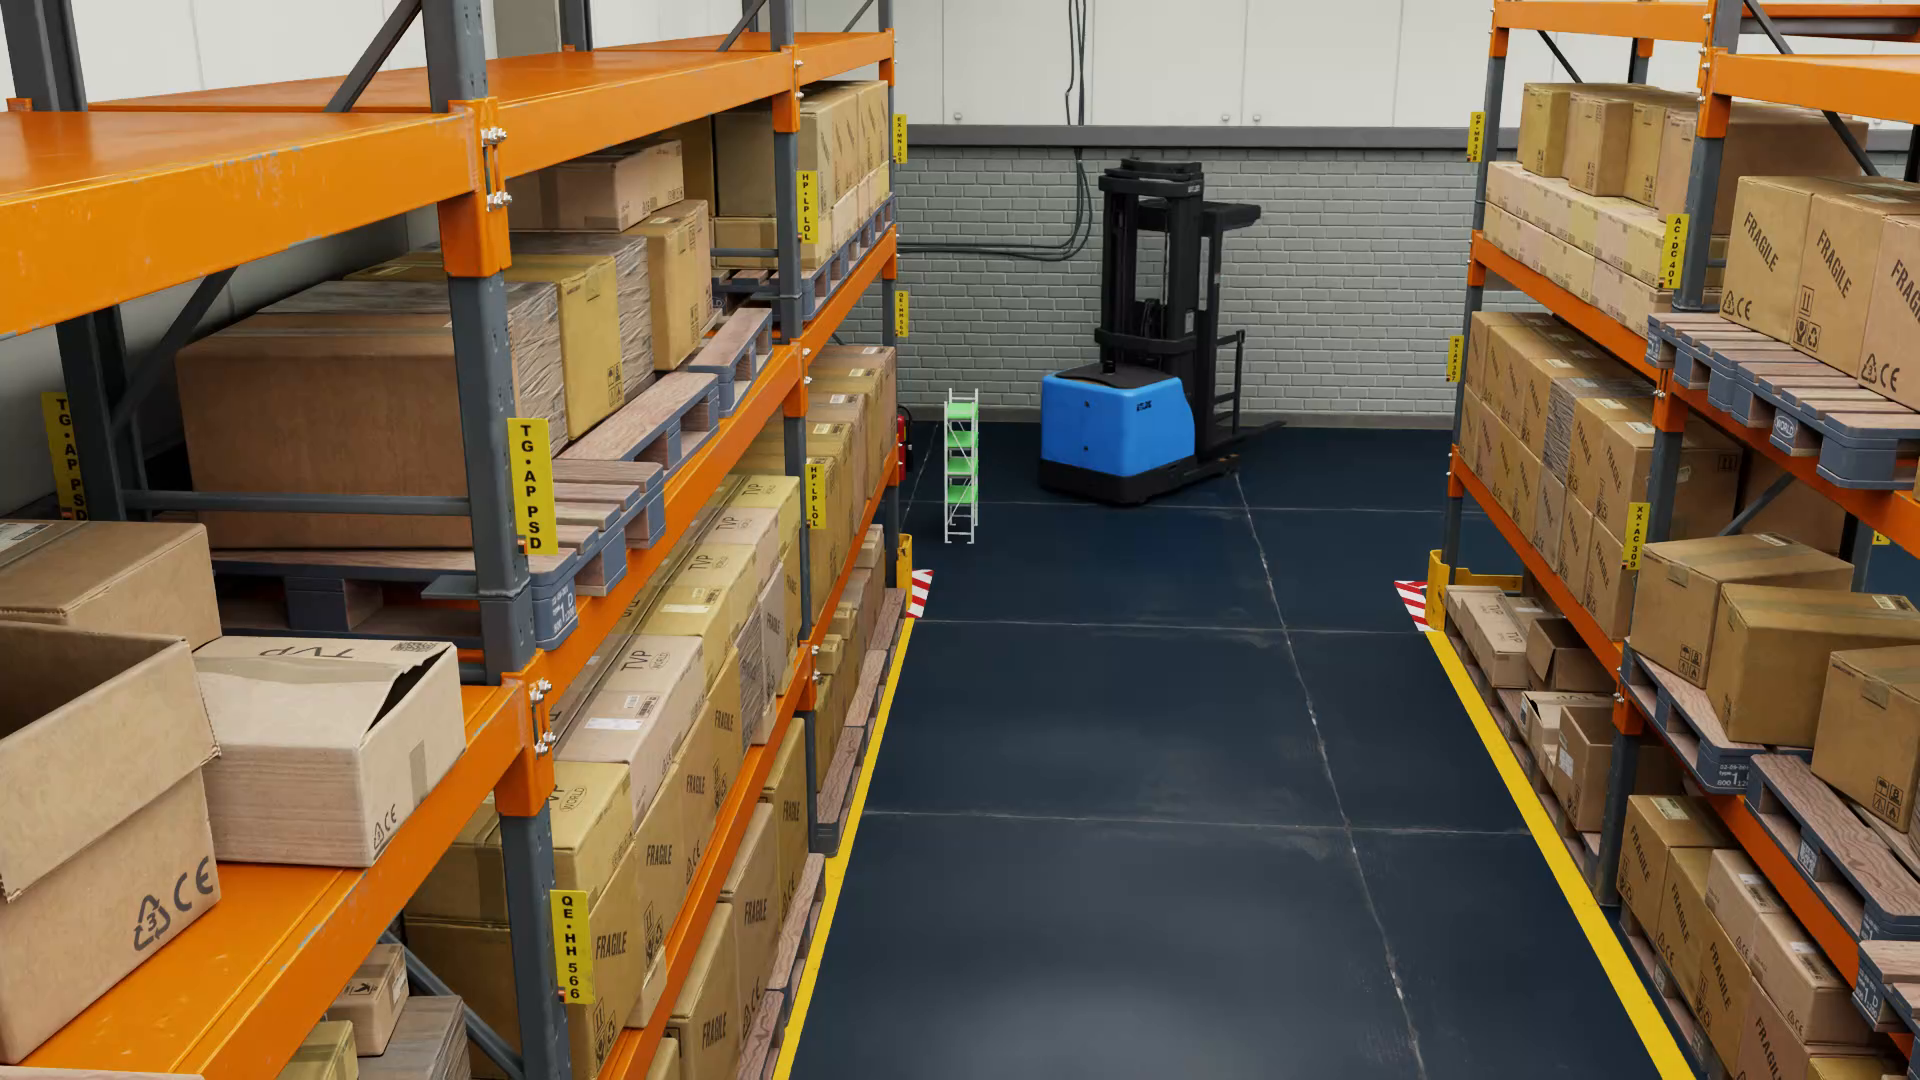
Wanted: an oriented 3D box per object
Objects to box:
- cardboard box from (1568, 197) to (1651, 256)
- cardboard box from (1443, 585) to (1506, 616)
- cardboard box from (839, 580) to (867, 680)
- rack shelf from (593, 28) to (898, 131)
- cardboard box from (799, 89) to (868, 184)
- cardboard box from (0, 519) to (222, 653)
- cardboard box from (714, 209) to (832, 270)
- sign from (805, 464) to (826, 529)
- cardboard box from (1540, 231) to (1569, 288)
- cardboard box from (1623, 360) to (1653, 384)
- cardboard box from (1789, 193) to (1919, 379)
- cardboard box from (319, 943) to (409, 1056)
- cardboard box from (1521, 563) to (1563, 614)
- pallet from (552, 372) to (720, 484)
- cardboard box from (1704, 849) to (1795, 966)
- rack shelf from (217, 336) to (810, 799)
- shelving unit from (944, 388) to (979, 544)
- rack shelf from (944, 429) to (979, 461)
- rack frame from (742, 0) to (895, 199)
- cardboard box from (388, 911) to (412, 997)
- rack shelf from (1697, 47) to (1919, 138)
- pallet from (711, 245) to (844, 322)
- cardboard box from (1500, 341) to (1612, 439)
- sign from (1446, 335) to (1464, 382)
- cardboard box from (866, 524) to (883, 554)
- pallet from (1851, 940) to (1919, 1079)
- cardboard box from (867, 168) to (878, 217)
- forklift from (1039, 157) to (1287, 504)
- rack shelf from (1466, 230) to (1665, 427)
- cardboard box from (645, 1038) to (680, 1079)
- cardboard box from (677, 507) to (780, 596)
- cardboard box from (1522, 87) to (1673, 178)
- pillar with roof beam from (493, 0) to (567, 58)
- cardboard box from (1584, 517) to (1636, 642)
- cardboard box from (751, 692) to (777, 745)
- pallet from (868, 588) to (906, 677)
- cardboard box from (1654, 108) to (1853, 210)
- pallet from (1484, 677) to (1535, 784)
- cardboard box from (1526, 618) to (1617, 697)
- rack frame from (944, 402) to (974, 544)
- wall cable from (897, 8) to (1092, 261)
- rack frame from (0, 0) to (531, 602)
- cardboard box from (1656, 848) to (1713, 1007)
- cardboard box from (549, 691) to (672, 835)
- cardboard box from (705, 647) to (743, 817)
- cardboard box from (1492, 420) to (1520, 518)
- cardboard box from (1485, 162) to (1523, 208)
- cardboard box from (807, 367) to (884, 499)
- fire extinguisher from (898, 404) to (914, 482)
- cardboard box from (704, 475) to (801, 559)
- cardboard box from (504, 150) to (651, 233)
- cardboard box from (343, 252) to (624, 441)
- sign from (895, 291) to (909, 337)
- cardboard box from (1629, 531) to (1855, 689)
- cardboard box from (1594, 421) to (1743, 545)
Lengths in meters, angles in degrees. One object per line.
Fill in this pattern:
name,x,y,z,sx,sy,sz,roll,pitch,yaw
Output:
cardboard box,3.542,-1.655,8.776,0.500,0.250,0.500,1,18,4
cardboard box,3.615,0.430,11.664,0.380,0.149,0.250,1,18,4
cardboard box,-0.975,0.572,10.699,0.700,0.500,0.500,1,18,2
rack shelf,-1.097,-2.645,9.341,1.077,0.370,4.000,1,18,4
cardboard box,-0.810,-2.354,9.674,0.500,0.500,0.500,0,18,1
cardboard box,-1.808,0.274,3.261,0.500,0.500,0.500,1,18,4
cardboard box,-0.928,-1.515,8.317,0.500,0.250,0.500,1,18,4
sign,-0.698,-0.208,8.009,0.100,0.325,0.005,1,18,4
cardboard box,3.585,-1.572,9.328,0.500,0.250,0.500,1,18,4
cardboard box,4.125,-0.738,9.593,0.500,0.500,0.500,2,18,6
cardboard box,3.566,-0.953,6.200,0.600,0.600,0.600,1,18,3
cardboard box,-1.522,1.081,3.899,0.380,0.149,0.250,-1,18,-3
cardboard box,4.194,0.315,11.451,0.500,0.500,0.500,1,18,4
pallet,-1.457,-0.347,5.650,1.003,0.211,1.213,2,18,6
cardboard box,3.351,1.482,6.685,0.500,0.250,0.500,1,18,4
rack shelf,-1.384,-0.167,5.954,1.077,0.370,4.000,1,18,4
shelving unit,0.012,-0.622,13.893,0.258,1.200,0.503,1,18,4
rack shelf,0.012,-0.789,13.838,0.258,0.148,0.480,1,18,4
rack frame,-0.954,-3.798,11.062,1.000,3.000,0.127,1,18,4
cardboard box,-1.756,1.187,4.814,0.500,0.500,0.500,1,18,4
rack shelf,3.557,-1.293,5.215,1.077,0.370,4.000,1,18,4
pallet,-1.171,-1.342,8.526,1.003,0.211,1.213,1,18,4
cardboard box,3.622,-0.911,10.118,0.500,0.500,0.500,2,18,5
sign,3.446,-1.261,11.564,0.100,0.325,0.005,1,18,4
cardboard box,-0.731,-0.003,11.415,0.380,0.149,0.250,1,18,3
pallet,3.393,1.526,4.757,1.213,0.211,1.003,1,18,4
cardboard box,-0.777,-2.153,10.266,0.500,0.250,0.500,1,18,2
forklift,2.075,-2.098,15.618,1.130,2.935,3.031,15,24,39
rack shelf,3.844,-1.300,9.412,1.077,0.370,4.000,1,18,4
cardboard box,-1.344,2.134,5.371,0.750,0.750,0.750,1,18,3
cardboard box,-1.065,0.050,7.079,0.500,0.250,0.500,2,18,5
cardboard box,3.847,-2.472,10.068,0.700,0.500,0.500,1,18,4
pillar with roof beam,2.241,-2.696,7.700,9.100,9.000,0.400,1,18,4
cardboard box,3.481,0.196,8.347,0.500,0.500,0.500,2,18,5
cardboard box,-1.001,0.758,7.163,0.380,0.149,0.250,1,18,4
pallet,-0.933,0.628,11.667,1.003,0.211,1.213,1,18,4
cardboard box,3.875,-1.847,8.160,0.700,0.500,0.500,1,18,4
pallet,3.836,1.137,10.115,1.003,0.211,1.213,1,18,4
cardboard box,3.830,0.798,9.972,0.797,0.503,0.637,1,18,4
rack frame,-0.006,-0.546,13.662,0.240,1.200,0.015,1,18,4
wall cable,-0.192,-4.071,16.882,3.097,2.526,0.112,1,18,4
rack frame,-1.527,-1.313,3.479,1.000,3.000,0.127,1,18,4
cardboard box,3.396,1.694,7.243,0.500,0.500,0.500,2,18,5
cardboard box,-1.200,0.681,5.154,0.500,0.250,0.500,1,18,3
cardboard box,-1.124,0.716,6.252,0.500,0.500,0.500,2,18,5
cardboard box,3.622,-0.437,10.279,0.500,0.500,0.500,1,18,4
cardboard box,3.691,-2.276,10.671,0.500,0.250,0.500,1,18,4
cardboard box,-1.021,-0.705,10.775,0.980,0.700,0.700,1,18,3
fire extinguisher,-0.482,-0.770,12.178,0.296,0.674,0.183,1,18,4
cardboard box,-1.019,-0.109,7.563,0.500,0.250,0.500,2,18,5
cardboard box,-1.459,-1.301,6.188,0.500,0.250,0.500,1,18,2
cardboard box,-1.511,-0.634,5.355,0.700,0.500,0.500,2,18,7
sign,-0.413,-1.593,11.729,0.100,0.325,0.005,1,18,4
cardboard box,3.444,0.300,7.356,0.700,0.500,0.500,-5,19,-15
cardboard box,3.479,-0.281,8.197,0.500,0.500,0.500,1,18,4
